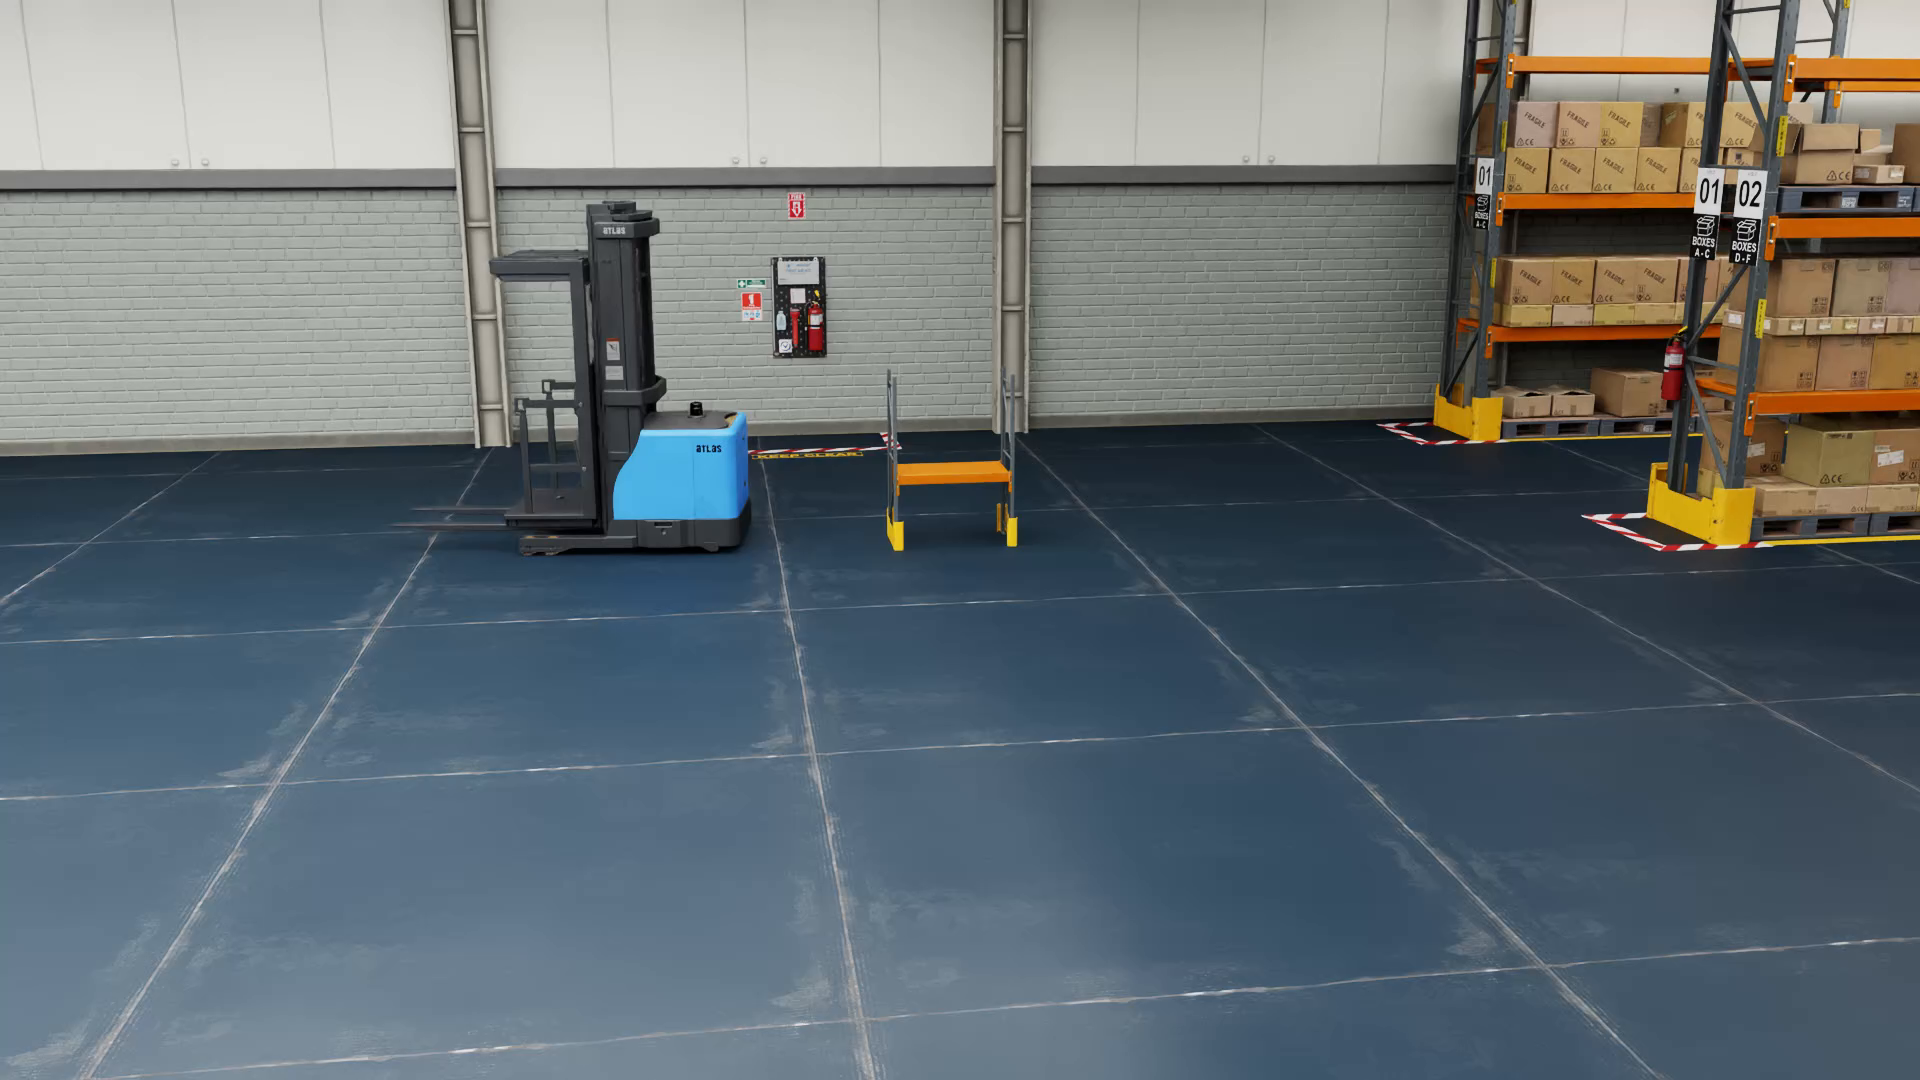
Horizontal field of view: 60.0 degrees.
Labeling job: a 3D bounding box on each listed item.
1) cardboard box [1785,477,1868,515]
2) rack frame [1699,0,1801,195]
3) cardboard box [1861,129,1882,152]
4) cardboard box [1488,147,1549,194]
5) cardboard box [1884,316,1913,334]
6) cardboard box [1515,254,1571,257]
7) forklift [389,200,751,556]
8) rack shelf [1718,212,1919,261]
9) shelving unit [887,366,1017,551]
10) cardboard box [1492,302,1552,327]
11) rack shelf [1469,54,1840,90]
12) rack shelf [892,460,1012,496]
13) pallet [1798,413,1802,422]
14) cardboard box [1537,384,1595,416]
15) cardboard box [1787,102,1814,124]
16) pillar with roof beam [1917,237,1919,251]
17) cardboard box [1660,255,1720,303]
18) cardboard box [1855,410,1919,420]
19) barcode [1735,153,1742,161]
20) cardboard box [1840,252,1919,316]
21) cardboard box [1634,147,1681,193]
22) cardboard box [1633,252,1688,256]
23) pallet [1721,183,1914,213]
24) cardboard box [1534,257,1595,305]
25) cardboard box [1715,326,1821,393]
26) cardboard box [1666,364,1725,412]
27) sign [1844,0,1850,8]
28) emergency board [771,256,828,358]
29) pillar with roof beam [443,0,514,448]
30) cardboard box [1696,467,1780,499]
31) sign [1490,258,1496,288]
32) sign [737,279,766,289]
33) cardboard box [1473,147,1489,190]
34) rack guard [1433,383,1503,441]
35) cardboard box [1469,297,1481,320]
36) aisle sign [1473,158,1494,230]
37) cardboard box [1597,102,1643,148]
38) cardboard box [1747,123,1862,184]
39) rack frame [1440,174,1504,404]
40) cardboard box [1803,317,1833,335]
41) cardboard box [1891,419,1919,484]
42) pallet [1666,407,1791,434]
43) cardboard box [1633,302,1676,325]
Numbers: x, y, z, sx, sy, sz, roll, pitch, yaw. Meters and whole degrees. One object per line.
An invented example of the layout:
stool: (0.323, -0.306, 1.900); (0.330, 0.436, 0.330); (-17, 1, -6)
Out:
cardboard box: (7.769, -0.408, 14.971); (0.500, 0.250, 0.500); (-2, 14, -8)
rack frame: (6.712, -4.463, 14.018); (0.127, 3.000, 1.000); (-2, 14, -8)
cardboard box: (10.478, -4.597, 19.651); (0.500, 0.500, 0.500); (0, 14, 0)
cardboard box: (6.338, -4.210, 18.928); (0.500, 0.500, 0.500); (-2, 14, -7)
cardboard box: (8.152, -1.916, 14.658); (0.250, 0.149, 0.380); (-3, 14, -10)
cardboard box: (6.904, -3.129, 19.758); (0.500, 0.500, 0.500); (-2, 14, -8)
forklift: (-3.405, -1.418, 14.352); (3.031, 2.935, 1.130); (0, 14, -1)
rack shelf: (8.689, -2.731, 14.759); (4.000, 0.370, 1.077); (-2, 14, -8)
shelving unit: (-0.075, -0.725, 14.528); (1.083, 1.500, 0.587); (-2, 14, -8)
cardboard box: (6.500, -2.623, 19.280); (0.500, 0.250, 0.500); (-3, 14, -10)
rack shelf: (7.948, -5.376, 19.146); (4.000, 0.370, 1.077); (-2, 14, -8)
rack shelf: (-0.084, -0.550, 14.571); (1.000, 0.185, 0.538); (-2, 14, -8)
pallet: (10.695, -1.565, 20.530); (1.213, 0.211, 1.003); (-2, 14, -8)
cardboard box: (7.231, -1.678, 19.868); (0.500, 0.311, 0.500); (-1, 14, -4)
cardboard box: (9.470, -4.804, 19.243); (0.500, 0.500, 0.500); (-3, 14, -13)
pillar with roof beam: (13.108, -5.070, 16.437); (0.400, 9.000, 9.100); (-2, 14, -8)
cardboard box: (8.512, -3.063, 19.496); (0.500, 0.500, 0.500); (-3, 14, -10)
cardboard box: (8.679, -0.935, 15.532); (0.500, 0.500, 0.500); (-2, 14, -8)
barcode: (6.938, -3.416, 14.819); (0.075, 0.075, 0.001); (-2, 14, -8)
cardboard box: (8.245, -2.285, 14.795); (0.500, 0.500, 0.700); (-2, 14, -8)
cardboard box: (7.914, -4.265, 19.148); (0.500, 0.500, 0.500); (-1, 14, -5)
cardboard box: (8.424, -3.189, 19.996); (0.500, 0.500, 0.500); (-2, 14, -7)
pallet: (7.415, -2.984, 14.471); (1.213, 0.211, 1.003); (-2, 14, -8)
cardboard box: (6.977, -3.006, 19.266); (0.500, 0.500, 0.500); (-2, 14, -8)
cardboard box: (7.175, -1.615, 14.791); (0.500, 0.500, 0.700); (-2, 14, -8)
cardboard box: (8.905, -1.843, 20.139); (0.500, 0.500, 0.500); (-3, 14, -13)
sign: (9.988, -6.160, 18.700); (0.005, 0.325, 0.100); (-2, 14, -8)
emergency board: (-1.849, -2.680, 19.242); (0.643, 1.169, 0.194); (-2, 14, -8)
pillar with roof beam: (-4.691, -4.417, 13.836); (0.400, 9.000, 9.100); (-2, 14, -8)
cardboard box: (7.198, -0.513, 15.392); (0.500, 0.250, 0.500); (-2, 14, -8)
sign: (6.051, -3.034, 18.873); (0.005, 0.325, 0.100); (-2, 14, -8)
sign: (-2.405, -2.957, 19.184); (0.331, 0.109, 0.001); (-2, 14, -8)
cardboard box: (6.345, -4.334, 19.422); (0.500, 0.500, 0.500); (-1, 14, -4)
rack guard: (6.045, -1.535, 19.814); (0.348, 0.500, 1.175); (-2, 14, -8)
cardboard box: (6.403, -2.745, 19.768); (0.500, 0.250, 0.500); (-2, 14, -7)
aisle sign: (5.943, -3.931, 18.884); (0.004, 0.787, 0.394); (-2, 14, -8)
cardboard box: (7.396, -4.725, 18.929); (0.500, 0.500, 0.500); (-2, 14, -7)
cardboard box: (7.280, -3.349, 14.381); (0.637, 0.503, 0.797); (-1, 14, -4)
rack frame: (5.970, -2.744, 19.499); (0.127, 3.000, 1.000); (-2, 14, -8)
cardboard box: (7.392, -1.889, 14.548); (0.250, 0.149, 0.380); (-2, 14, -10)
cardboard box: (8.759, -0.806, 15.018); (0.500, 0.500, 0.500); (-2, 14, -8)
pallet: (9.266, -1.504, 20.285); (1.213, 0.211, 1.003); (-2, 14, -8)
cardboard box: (8.016, -2.680, 19.508); (0.500, 0.250, 0.500); (-2, 14, -8)
